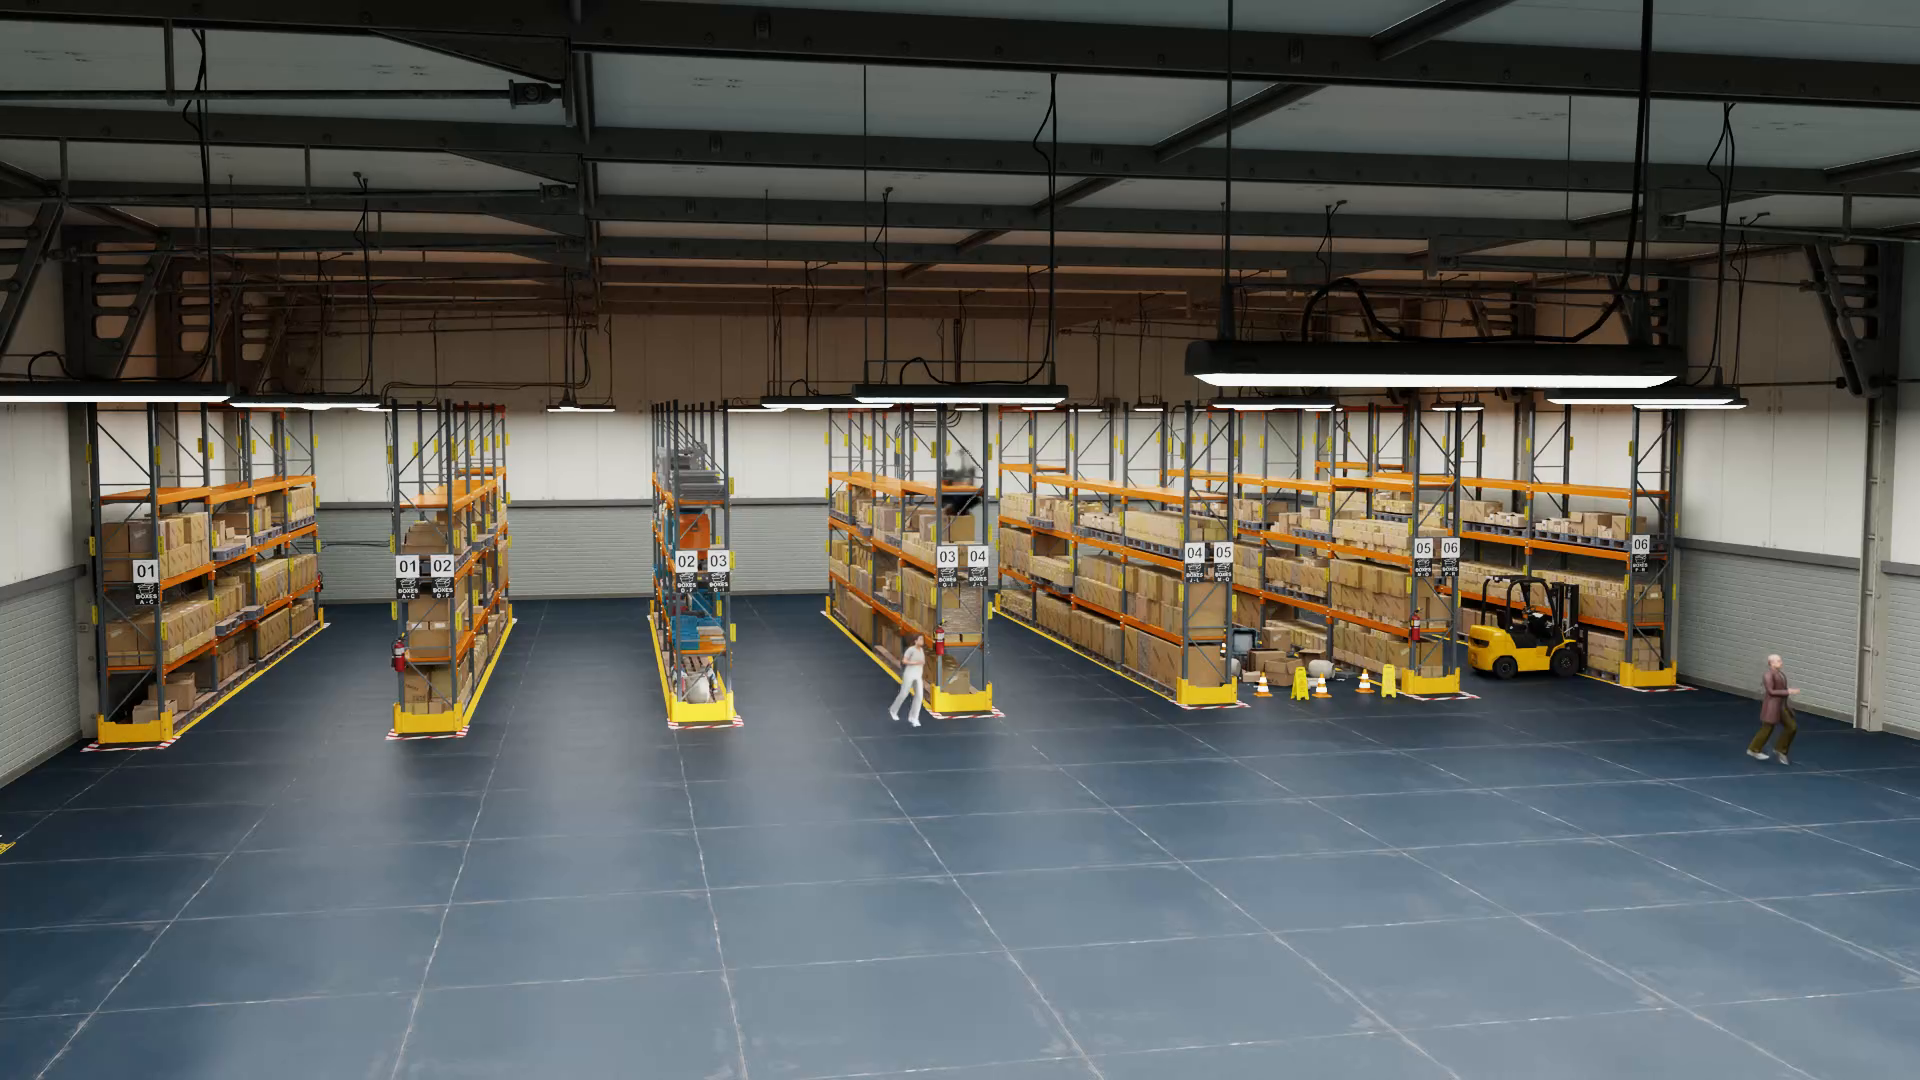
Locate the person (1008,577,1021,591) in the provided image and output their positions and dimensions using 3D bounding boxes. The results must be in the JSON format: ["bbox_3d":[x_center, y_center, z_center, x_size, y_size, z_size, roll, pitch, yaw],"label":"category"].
[{"bbox_3d":[1.659,1.094,49.943,0.773,1.750,0.729,0,4,5],"label":"person"}]

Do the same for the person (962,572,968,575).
[{"bbox_3d":[0.059,1.395,47.305,0.600,1.539,0.468,1,4,11],"label":"person"}]

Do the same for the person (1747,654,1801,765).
[{"bbox_3d":[13.365,2.787,27.280,0.672,1.834,0.811,-3,5,-38],"label":"person"}]

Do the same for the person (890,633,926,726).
[{"bbox_3d":[-0.863,2.563,30.938,0.590,1.668,0.856,-4,6,-39],"label":"person"}]

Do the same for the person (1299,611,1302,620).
[{"bbox_3d":[9.184,1.443,45.706,0.537,1.746,0.813,-2,5,-24],"label":"person"}]
